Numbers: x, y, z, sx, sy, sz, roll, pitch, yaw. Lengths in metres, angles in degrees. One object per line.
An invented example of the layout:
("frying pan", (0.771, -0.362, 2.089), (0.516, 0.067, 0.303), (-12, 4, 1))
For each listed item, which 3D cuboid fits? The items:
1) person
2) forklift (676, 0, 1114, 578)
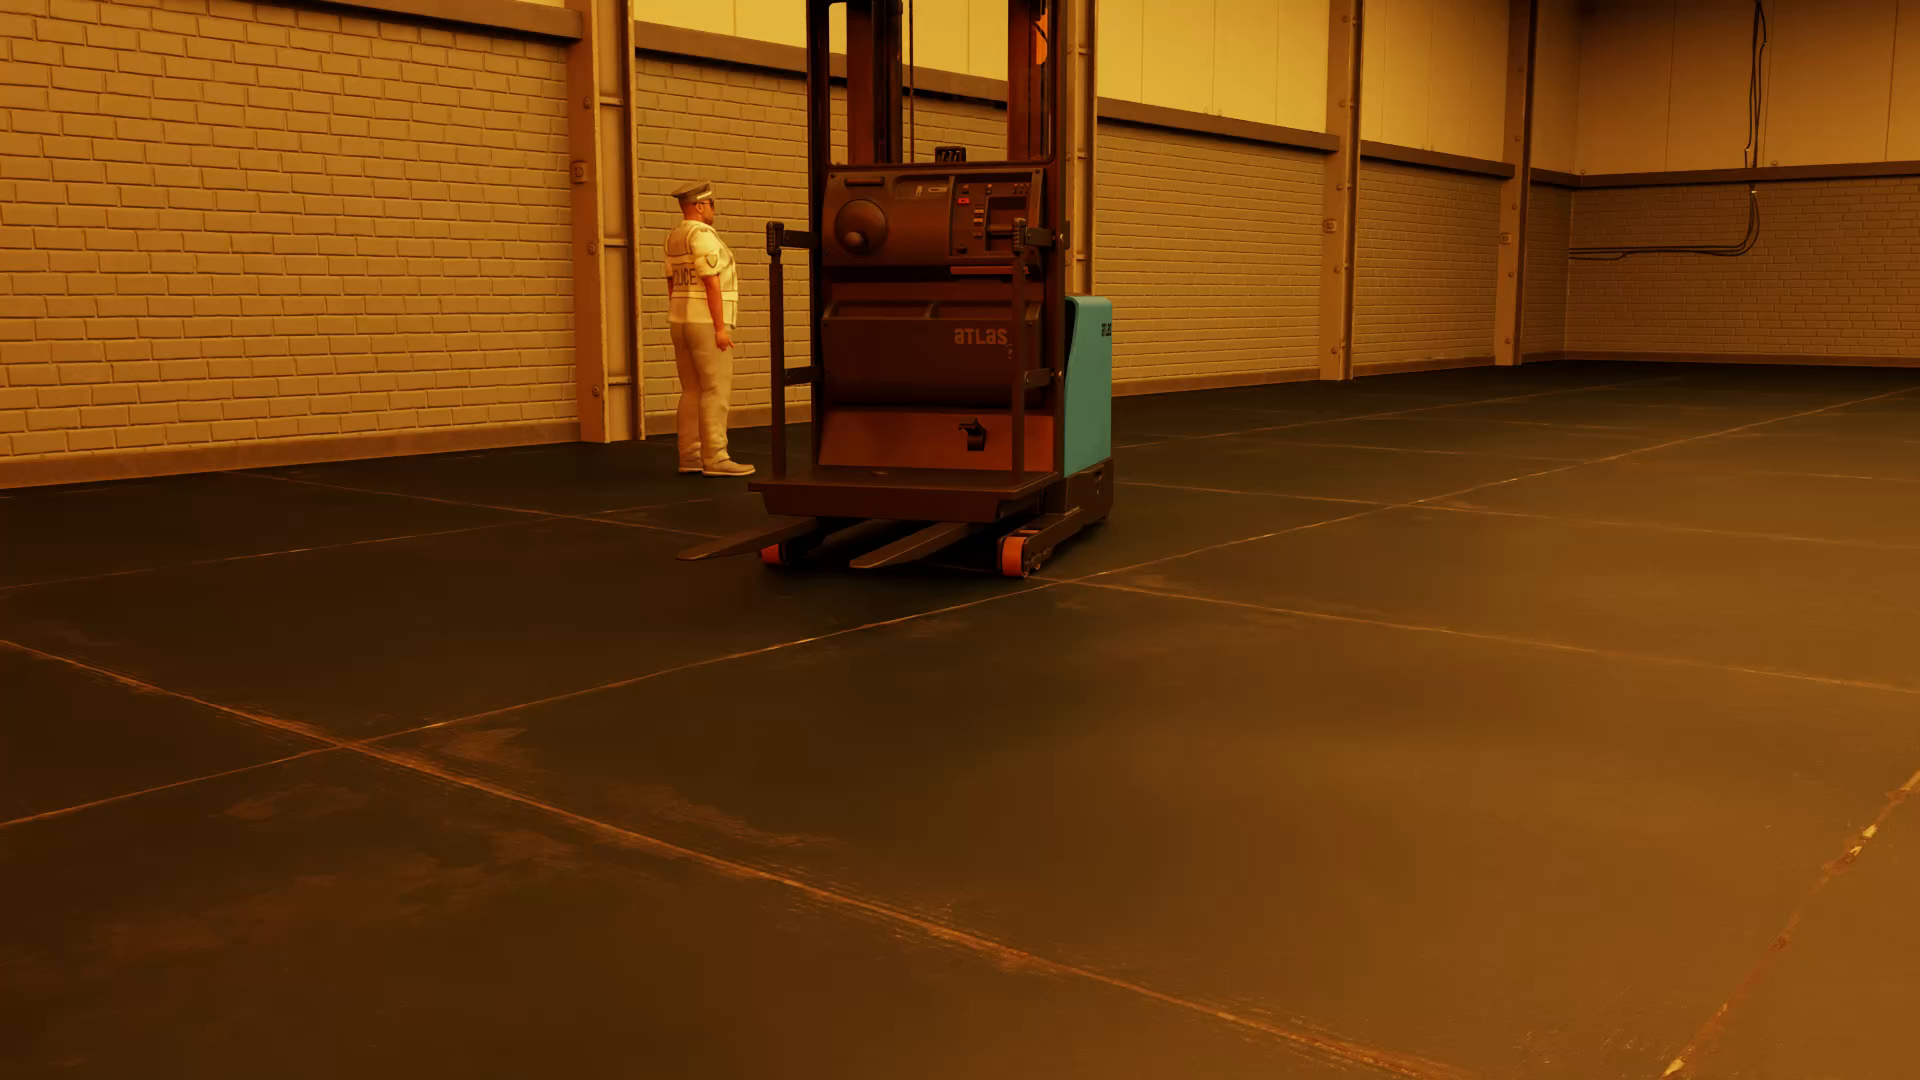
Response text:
("person", (-1.541, -1.280, 10.035), (0.410, 1.775, 0.523), (-7, 11, -38))
("forklift", (-0.176, -1.366, 6.616), (1.130, 2.935, 3.031), (3, 9, 17))
